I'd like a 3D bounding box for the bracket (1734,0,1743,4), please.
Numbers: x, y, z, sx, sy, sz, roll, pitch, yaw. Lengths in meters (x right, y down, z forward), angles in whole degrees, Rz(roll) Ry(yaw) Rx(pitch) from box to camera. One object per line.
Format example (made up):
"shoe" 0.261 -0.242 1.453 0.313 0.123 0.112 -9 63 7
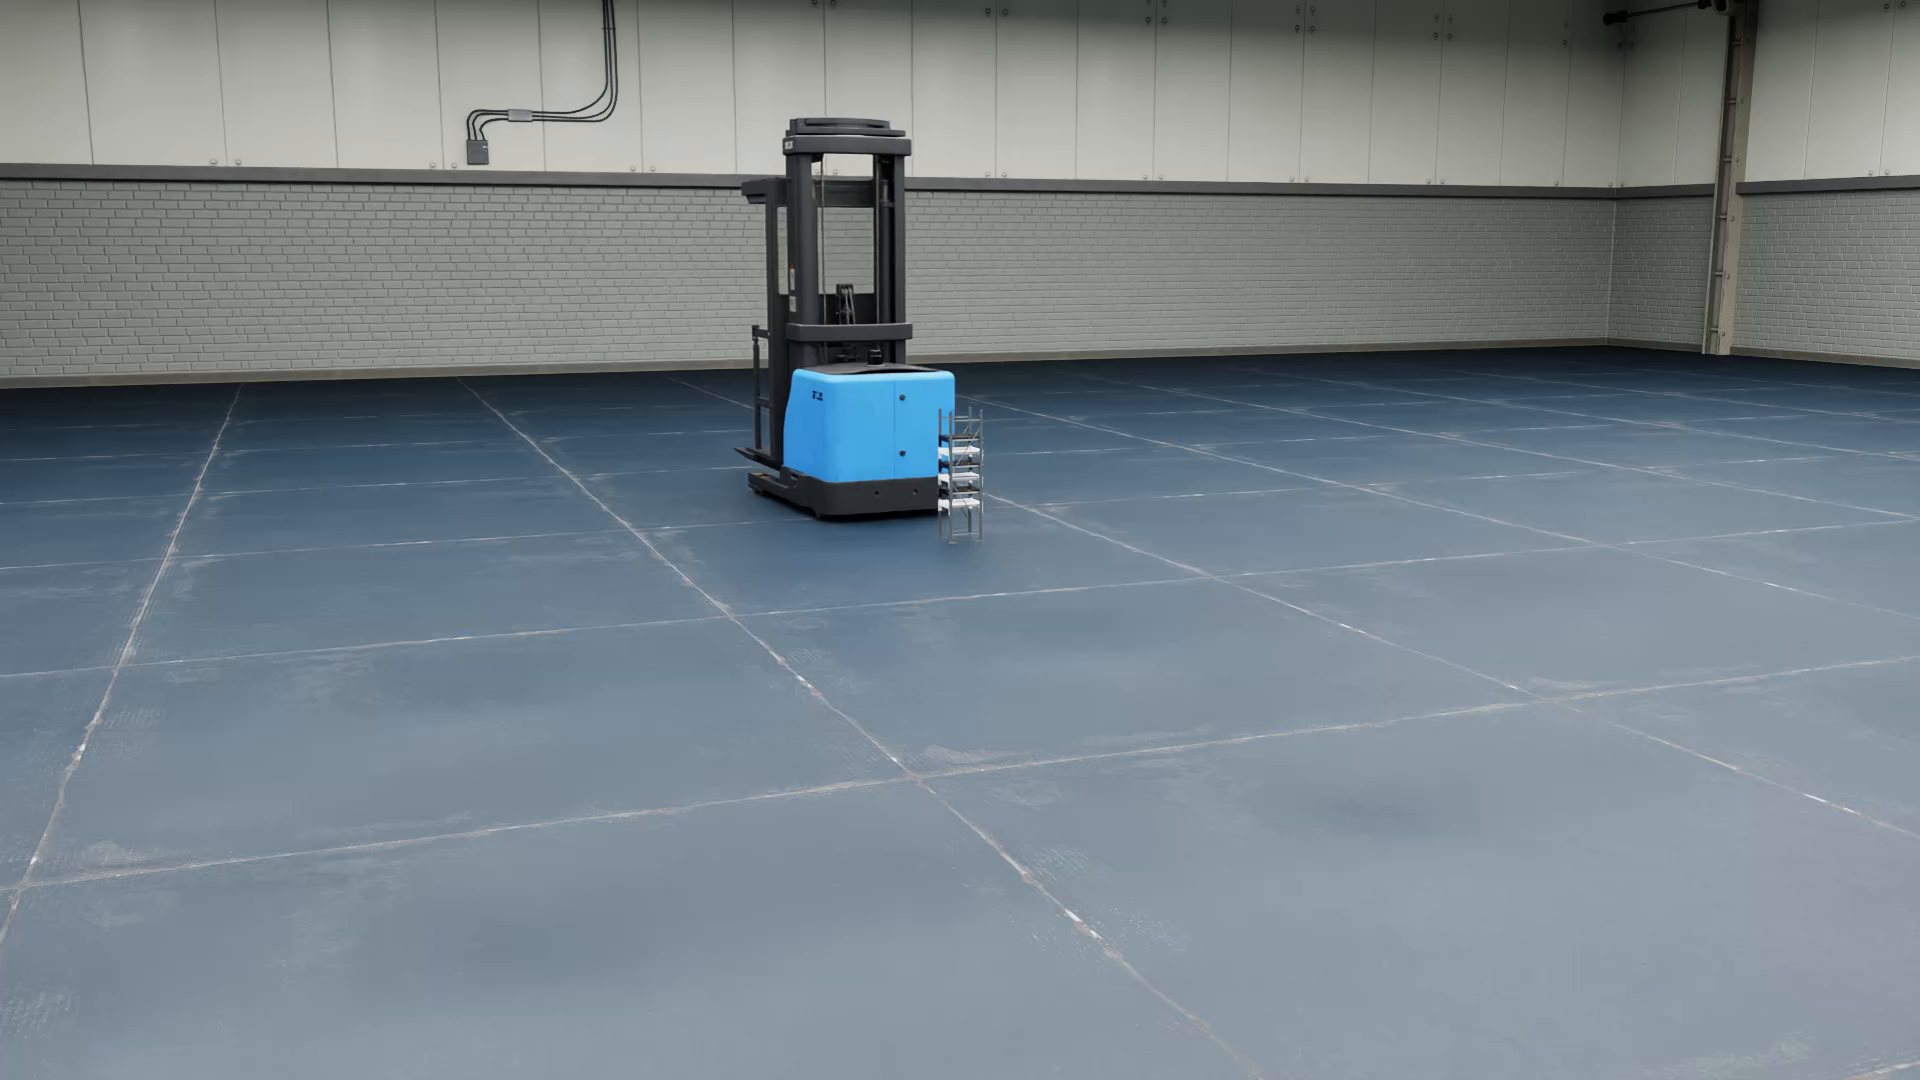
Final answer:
"bracket" 13.807 -9.552 29.145 0.235 0.232 0.430 -4 11 -21

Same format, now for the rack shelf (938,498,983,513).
"rack shelf" 0.003 -0.232 11.371 0.258 0.077 0.200 -4 11 -21

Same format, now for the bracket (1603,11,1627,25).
"bracket" 12.647 -10.074 32.082 0.235 0.232 0.430 -4 11 -21

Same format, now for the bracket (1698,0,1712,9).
"bracket" 13.506 -9.687 29.907 0.235 0.232 0.430 -4 11 -21

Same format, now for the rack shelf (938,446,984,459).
"rack shelf" 0.003 -0.586 11.308 0.258 0.077 0.200 -4 11 -21

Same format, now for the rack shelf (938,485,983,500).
"rack shelf" 0.003 -0.320 11.355 0.258 0.077 0.200 -4 11 -21

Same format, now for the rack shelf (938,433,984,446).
"rack shelf" 0.003 -0.675 11.292 0.258 0.077 0.200 -4 11 -21

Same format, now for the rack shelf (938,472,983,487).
"rack shelf" 0.003 -0.409 11.340 0.258 0.077 0.200 -4 11 -21

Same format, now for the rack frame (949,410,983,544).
"rack frame" 0.040 -0.425 11.241 0.240 0.900 0.006 -4 11 -21

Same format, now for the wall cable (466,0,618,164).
"wall cable" -6.353 -8.710 24.979 2.305 6.003 0.169 -4 11 -21

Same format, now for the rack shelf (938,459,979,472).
"rack shelf" 0.003 -0.498 11.324 0.258 0.077 0.200 -4 11 -21

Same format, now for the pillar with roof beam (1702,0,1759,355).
"pillar with roof beam" 9.975 -7.597 28.432 9.100 9.000 0.548 -4 11 -21

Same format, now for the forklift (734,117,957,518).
"forklift" -1.083 -1.824 13.306 1.130 2.935 3.031 -4 11 -24

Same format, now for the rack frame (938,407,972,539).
"rack frame" -0.034 -0.458 11.427 0.240 0.900 0.006 -4 11 -21

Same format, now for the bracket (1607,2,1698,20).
"bracket" 12.861 -9.978 31.540 0.076 0.066 3.189 -4 11 -21

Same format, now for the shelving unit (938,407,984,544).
"shelving unit" 0.003 -0.442 11.334 0.258 0.900 0.210 -4 11 -21
